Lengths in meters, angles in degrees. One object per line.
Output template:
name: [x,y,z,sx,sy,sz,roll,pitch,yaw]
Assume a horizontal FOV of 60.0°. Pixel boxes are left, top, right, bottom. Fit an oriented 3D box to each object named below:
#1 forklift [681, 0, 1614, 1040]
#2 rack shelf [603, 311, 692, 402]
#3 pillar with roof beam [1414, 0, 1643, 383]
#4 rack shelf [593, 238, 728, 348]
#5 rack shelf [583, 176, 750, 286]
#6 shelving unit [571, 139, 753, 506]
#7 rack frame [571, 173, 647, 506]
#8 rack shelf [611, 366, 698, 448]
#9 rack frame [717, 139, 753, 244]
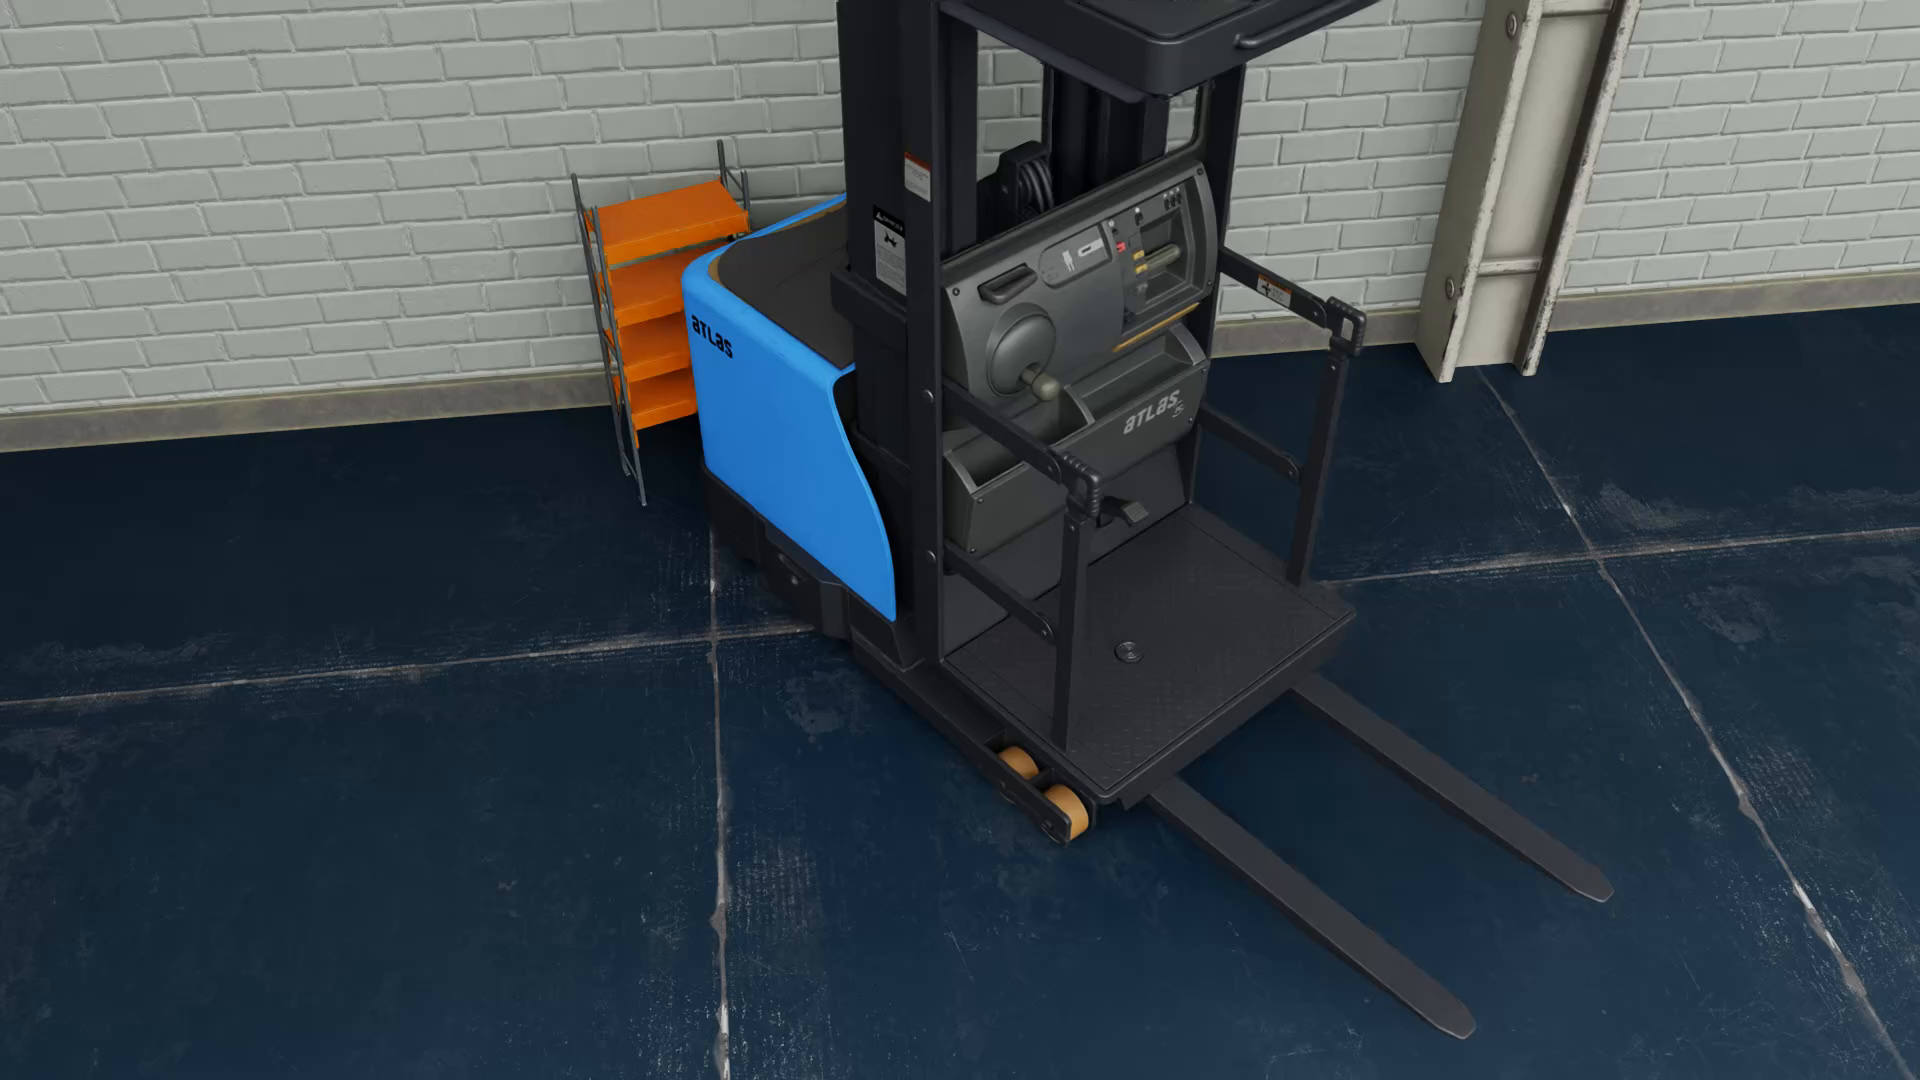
forklift: [0.478,-0.608,4.236,1.130,2.935,3.031,-31,50,-29]
rack shelf: [-0.949,-0.661,5.688,0.480,0.148,0.258,-18,45,-19]
pillar with roof beam: [2.581,-1.210,0.373,0.400,9.000,9.100,-5,42,-6]
rack shelf: [-0.949,-0.827,5.538,0.480,0.148,0.258,-18,45,-19]
rack shelf: [-0.949,-1.003,5.380,0.480,0.148,0.258,-18,45,-19]
shelving unit: [-0.949,-0.711,5.643,0.503,1.200,0.258,-18,45,-19]
rack frame: [-1.168,-0.639,5.562,0.015,1.200,0.240,-18,45,-19]
rack shelf: [-0.949,-0.514,5.821,0.480,0.148,0.258,-18,45,-19]
rack frame: [-0.731,-0.784,5.723,0.015,1.200,0.240,-18,45,-19]
